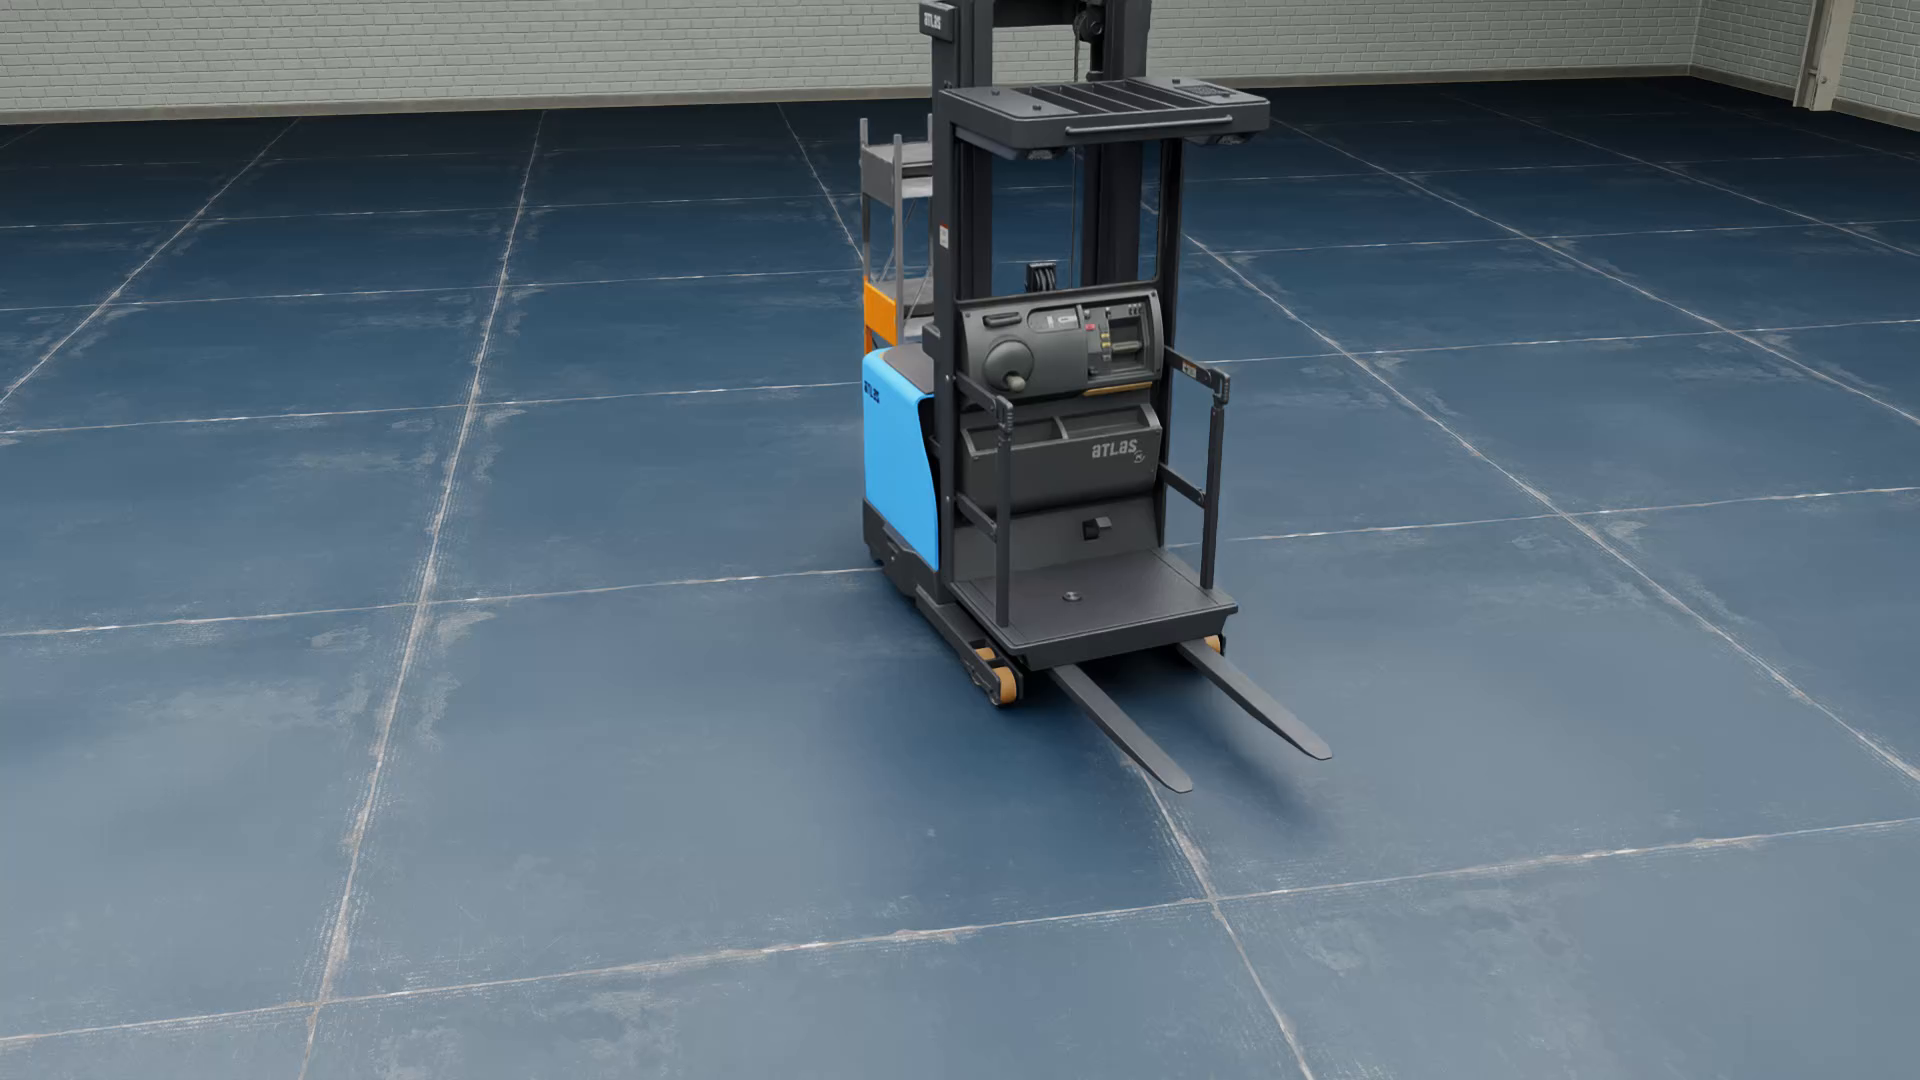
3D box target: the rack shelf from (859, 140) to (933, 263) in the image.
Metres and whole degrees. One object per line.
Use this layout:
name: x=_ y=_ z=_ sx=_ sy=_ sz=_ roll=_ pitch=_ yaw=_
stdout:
rack shelf: x=-0.222 y=-1.720 z=8.350 sx=0.431 sy=0.518 sz=0.480 roll=-9 pitch=25 yaw=-20

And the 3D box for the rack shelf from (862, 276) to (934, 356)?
rack shelf: x=-0.222 y=-1.079 z=8.631 sx=0.431 sy=0.518 sz=0.480 roll=-9 pitch=25 yaw=-20

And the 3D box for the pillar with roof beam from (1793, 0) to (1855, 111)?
pillar with roof beam: x=6.841 y=-9.415 z=19.064 sx=9.100 sy=9.000 sz=0.400 roll=-4 pitch=24 yaw=-10

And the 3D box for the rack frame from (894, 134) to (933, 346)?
rack frame: x=-0.129 y=-1.001 z=8.418 sx=0.400 sy=2.100 sz=0.015 roll=-9 pitch=25 yaw=-20

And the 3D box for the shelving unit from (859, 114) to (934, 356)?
shelving unit: x=-0.222 y=-1.091 z=8.625 sx=0.431 sy=2.100 sz=0.503 roll=-9 pitch=25 yaw=-20

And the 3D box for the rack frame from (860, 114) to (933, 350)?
rack frame: x=-0.315 y=-1.182 z=8.832 sx=0.400 sy=2.100 sz=0.015 roll=-9 pitch=25 yaw=-20

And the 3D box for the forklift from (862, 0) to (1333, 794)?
forklift: x=0.533 y=-0.826 z=6.980 sx=1.130 sy=2.935 sz=3.031 roll=-9 pitch=25 yaw=-20
